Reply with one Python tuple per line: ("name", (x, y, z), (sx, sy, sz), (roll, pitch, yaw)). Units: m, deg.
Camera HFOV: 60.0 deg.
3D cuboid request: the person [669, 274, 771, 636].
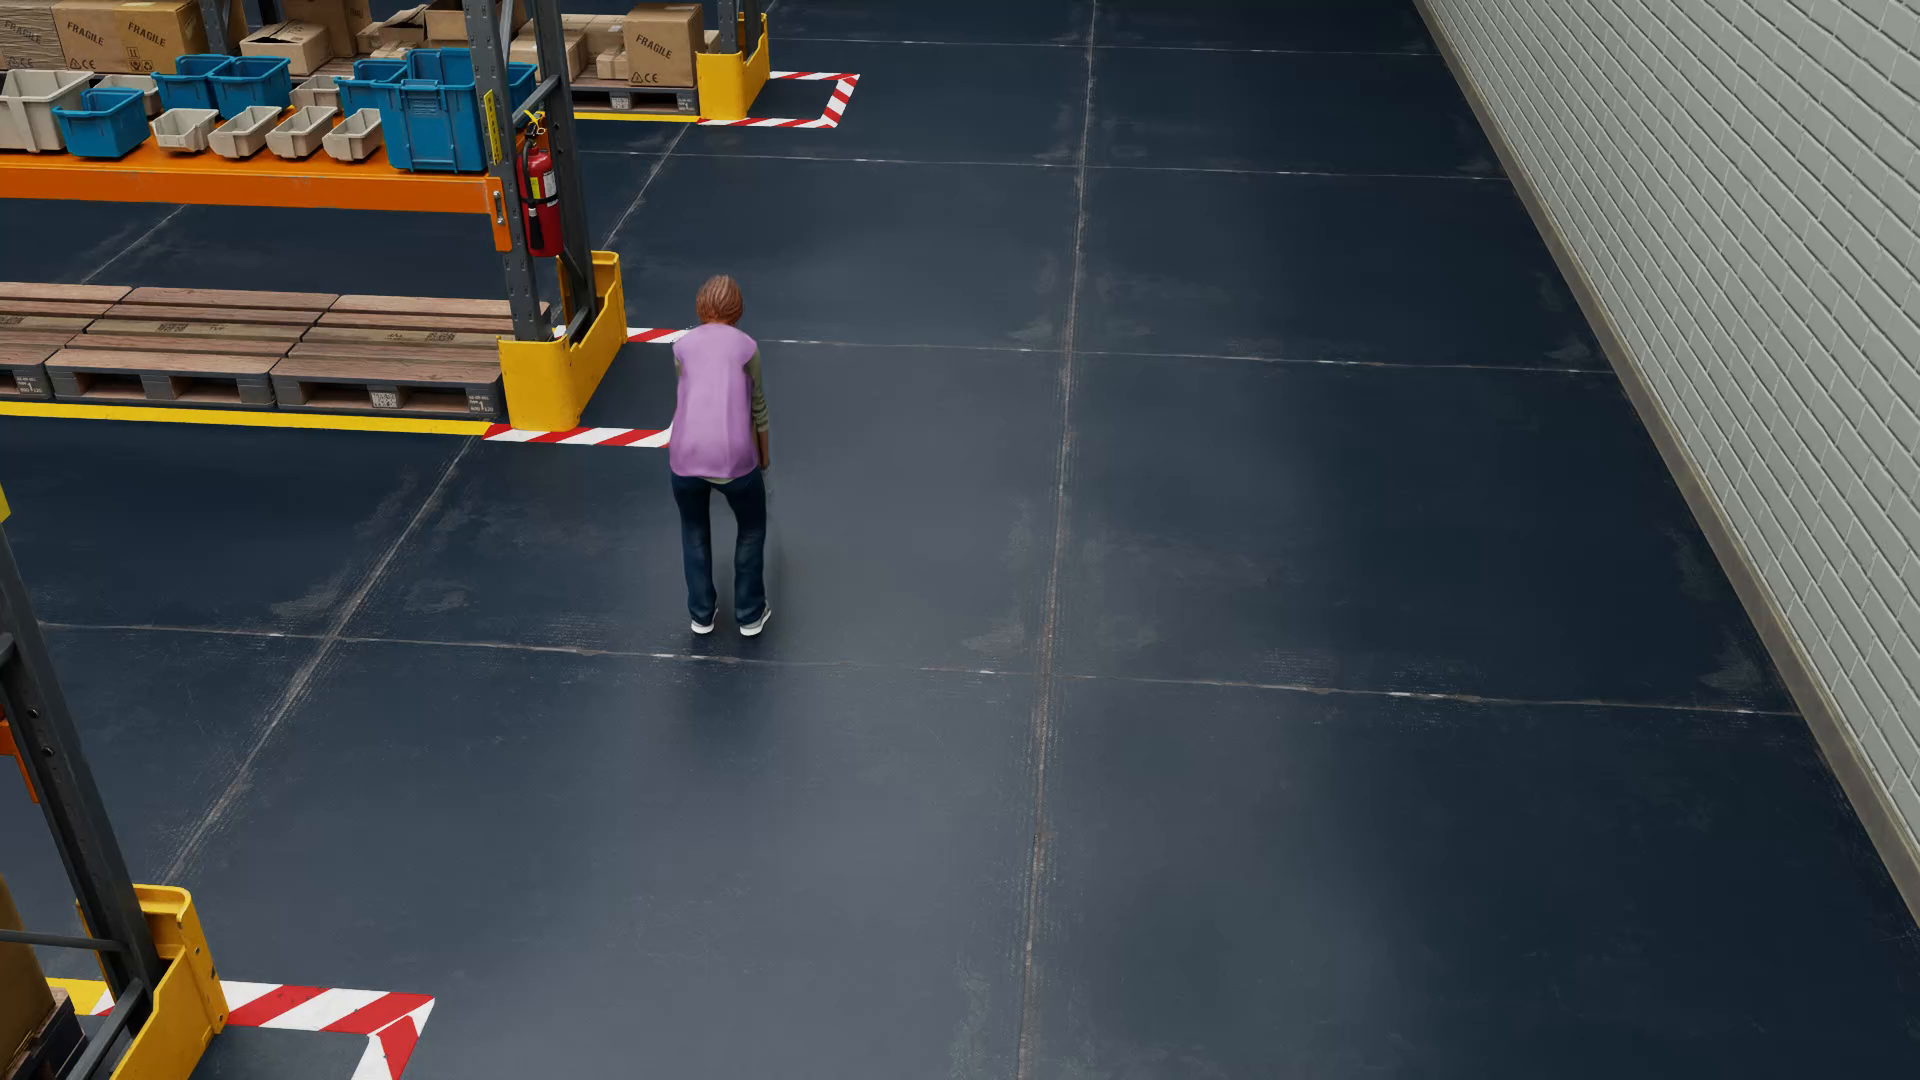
("person", (-0.969, -0.329, 6.832), (0.377, 1.424, 0.690), (2, 32, 3))
